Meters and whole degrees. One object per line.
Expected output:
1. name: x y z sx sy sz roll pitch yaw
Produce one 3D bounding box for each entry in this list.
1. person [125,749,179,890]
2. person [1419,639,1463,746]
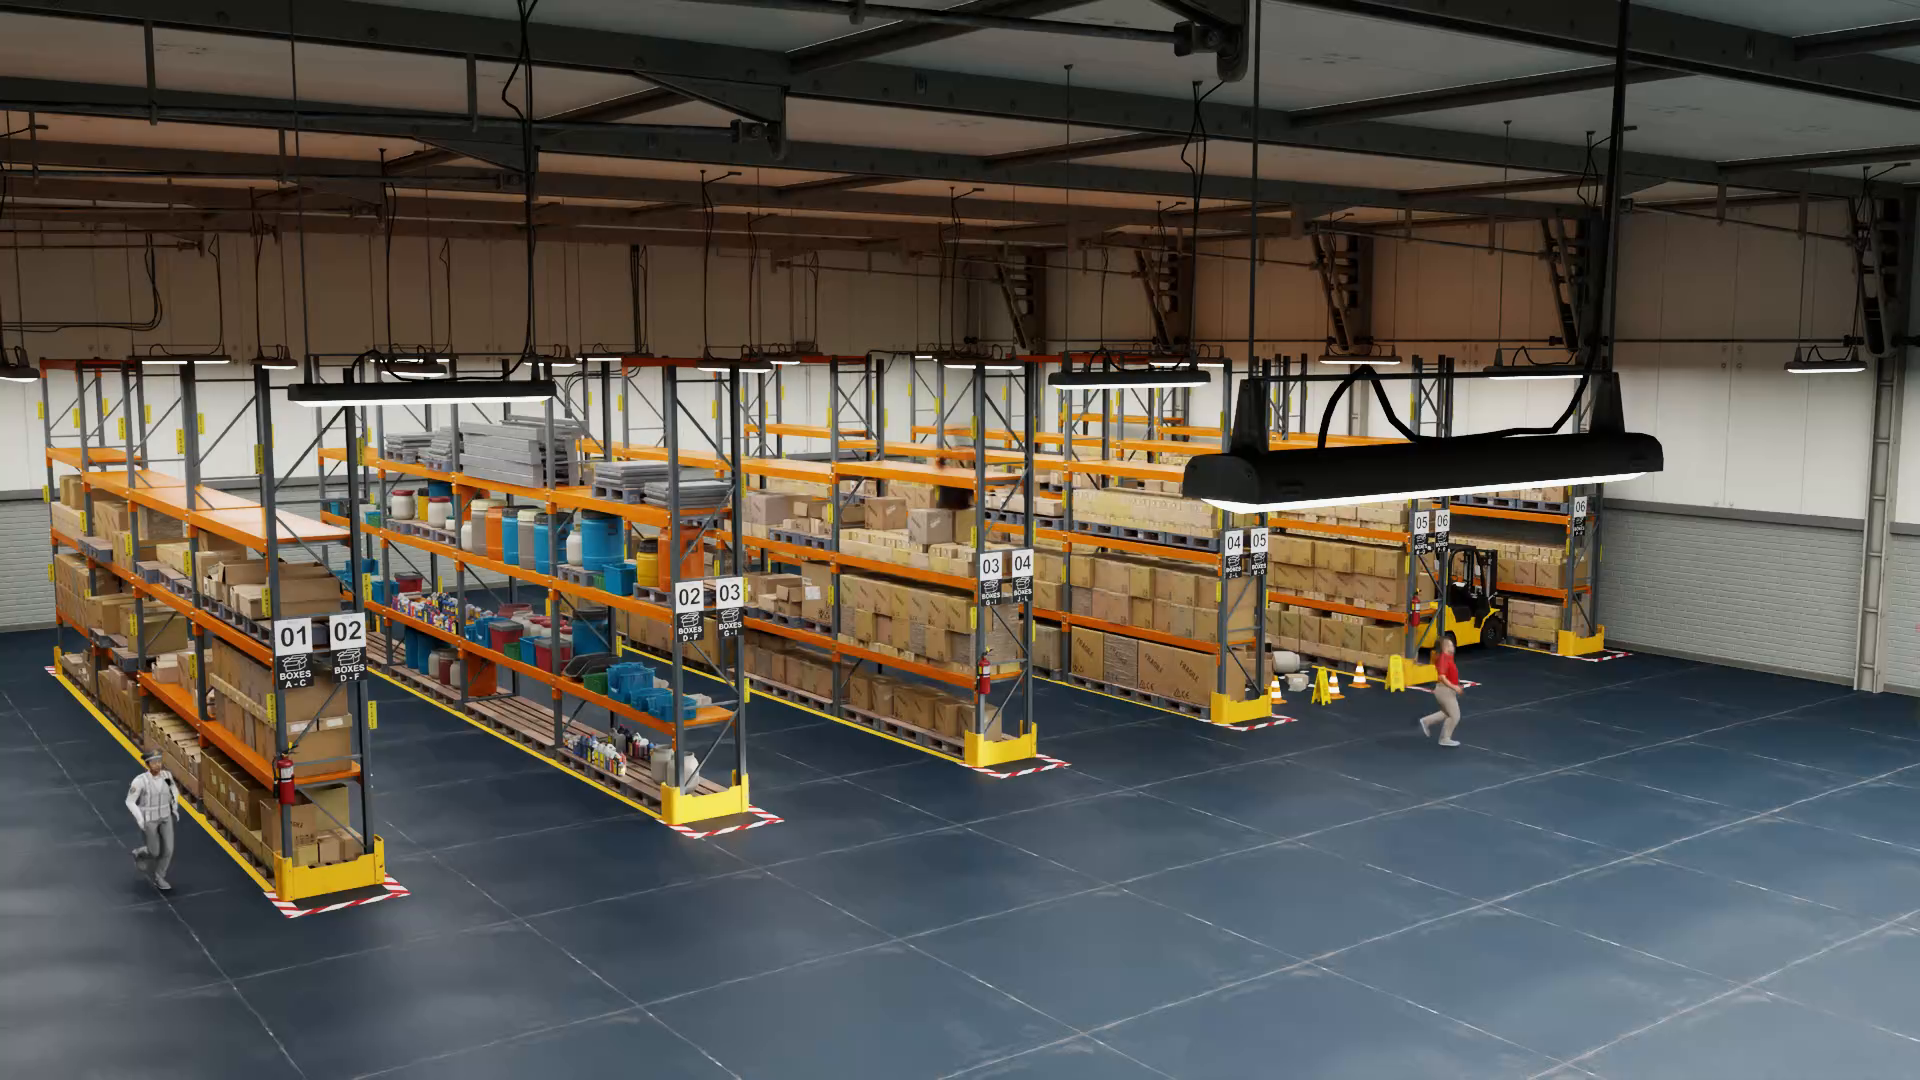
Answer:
1. person: -9.374 3.212 19.315 0.593 1.648 0.603 6 9 40
2. person: 7.542 2.375 26.007 0.609 1.671 0.682 1 7 12
